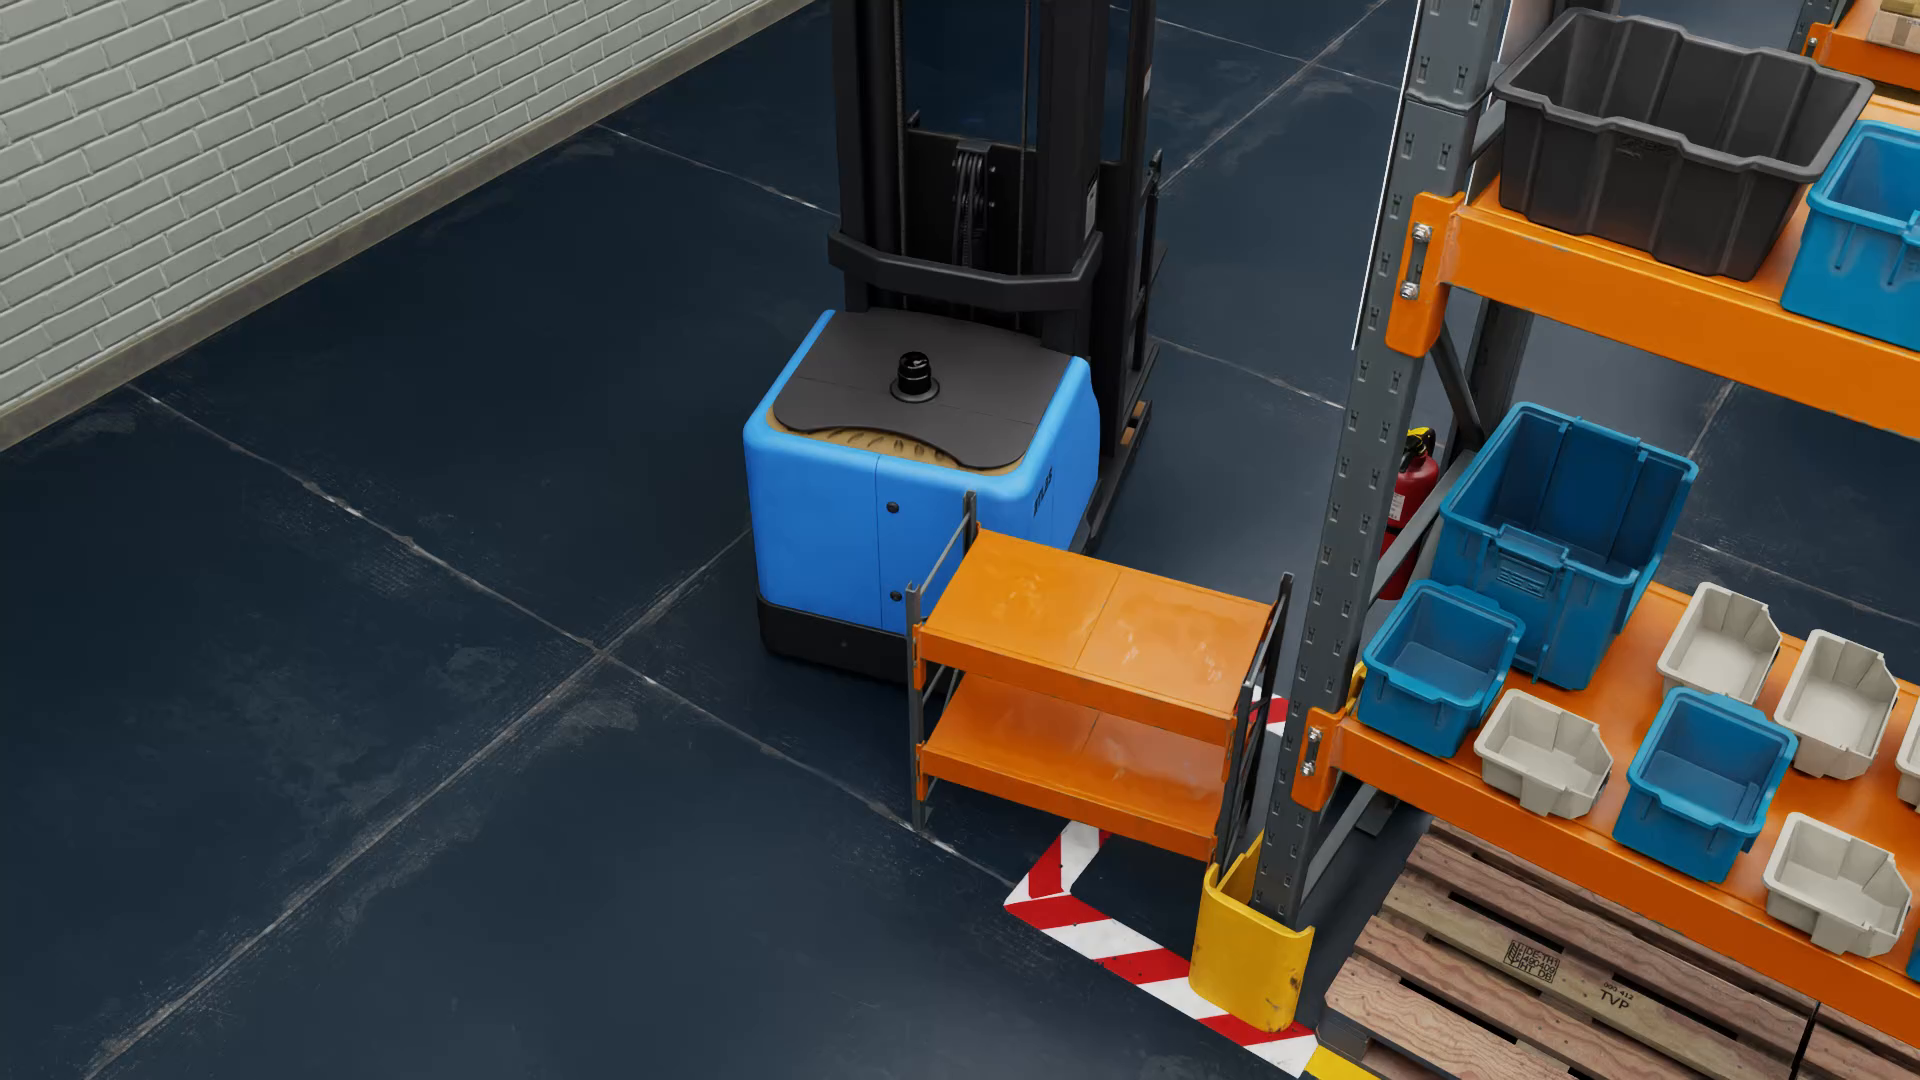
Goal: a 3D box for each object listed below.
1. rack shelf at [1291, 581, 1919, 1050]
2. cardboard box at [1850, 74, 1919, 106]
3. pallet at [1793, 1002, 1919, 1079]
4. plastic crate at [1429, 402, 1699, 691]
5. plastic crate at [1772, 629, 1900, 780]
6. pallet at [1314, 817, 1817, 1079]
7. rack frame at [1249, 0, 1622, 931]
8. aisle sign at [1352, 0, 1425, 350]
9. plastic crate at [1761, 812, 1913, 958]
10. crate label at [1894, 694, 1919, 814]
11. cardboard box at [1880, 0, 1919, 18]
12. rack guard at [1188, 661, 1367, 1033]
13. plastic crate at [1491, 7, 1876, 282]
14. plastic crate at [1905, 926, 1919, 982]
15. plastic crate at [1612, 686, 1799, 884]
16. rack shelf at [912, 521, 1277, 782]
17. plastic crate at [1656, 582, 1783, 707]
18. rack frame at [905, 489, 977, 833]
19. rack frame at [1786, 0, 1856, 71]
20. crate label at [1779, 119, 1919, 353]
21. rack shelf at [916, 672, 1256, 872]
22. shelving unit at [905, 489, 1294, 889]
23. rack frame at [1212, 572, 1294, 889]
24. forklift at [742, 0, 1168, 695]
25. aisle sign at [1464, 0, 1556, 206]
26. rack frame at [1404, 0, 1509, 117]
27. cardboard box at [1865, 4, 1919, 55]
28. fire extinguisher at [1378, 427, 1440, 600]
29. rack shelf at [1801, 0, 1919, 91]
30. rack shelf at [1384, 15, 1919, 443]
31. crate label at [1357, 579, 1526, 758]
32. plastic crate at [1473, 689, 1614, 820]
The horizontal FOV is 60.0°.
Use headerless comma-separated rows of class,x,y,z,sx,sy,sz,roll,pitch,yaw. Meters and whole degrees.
rack shelf,2.830,1.055,3.861,4.000,0.370,1.077,25,48,25
cardboard box,4.607,-1.846,7.842,0.875,0.875,0.875,25,48,25
pallet,2.840,1.865,4.508,1.213,0.211,1.003,25,48,25
plastic crate,1.574,0.012,4.416,0.499,0.435,0.616,25,48,25
plastic crate,2.193,0.429,4.174,0.243,0.136,0.396,25,48,25
pallet,1.846,1.397,5.030,1.213,0.211,1.003,25,48,25
rack frame,1.193,0.021,4.477,0.127,3.000,1.000,25,48,25
aisle sign,0.963,-0.813,3.460,0.004,0.787,0.394,25,48,25
plastic crate,1.976,0.799,3.760,0.298,0.136,0.250,25,48,25
crate label,2.435,0.522,4.069,0.243,0.136,0.396,25,48,25
cardboard box,4.275,-2.407,7.080,0.500,0.250,0.500,24,47,24
rack guard,1.166,0.950,5.313,0.348,0.500,1.175,25,48,25
plastic crate,1.348,-0.749,3.186,0.590,0.269,0.497,25,48,25
plastic crate,2.284,0.839,3.643,0.300,0.233,0.416,25,48,25
plastic crate,1.745,0.587,3.925,0.300,0.233,0.416,25,48,25
rack shelf,0.417,0.325,5.104,1.000,0.278,0.538,15,44,16
plastic crate,1.964,0.310,4.306,0.243,0.136,0.396,25,48,25
rack frame,-0.054,0.416,5.441,0.032,1.125,0.500,15,44,16
rack frame,4.037,-2.683,7.499,0.127,3.000,1.000,25,48,25
crate label,1.763,-0.512,2.934,0.502,0.251,0.408,25,48,25
rack shelf,0.417,0.726,5.462,1.000,0.278,0.538,15,44,16
shelving unit,0.417,0.544,5.299,1.048,1.125,0.538,15,44,16
rack frame,0.888,0.671,5.157,0.032,1.125,0.500,15,44,16
forklift,0.199,-1.490,6.217,1.130,2.935,3.031,13,43,14
aisle sign,1.302,-1.135,3.820,0.004,0.787,0.394,25,48,25
rack frame,1.193,-2.215,2.477,0.127,3.000,1.000,25,48,25
cardboard box,4.138,-2.273,7.230,0.250,0.149,0.380,26,48,26
fire extinguisher,1.330,-0.117,4.969,0.183,0.674,0.296,25,48,25
rack shelf,5.674,-1.649,6.883,4.000,0.370,1.077,25,48,25
rack shelf,2.830,-0.063,2.861,4.000,0.370,1.077,25,48,25
crate label,1.206,0.335,4.206,0.303,0.233,0.416,25,48,25
plastic crate,1.421,0.539,4.051,0.298,0.136,0.250,25,48,25
